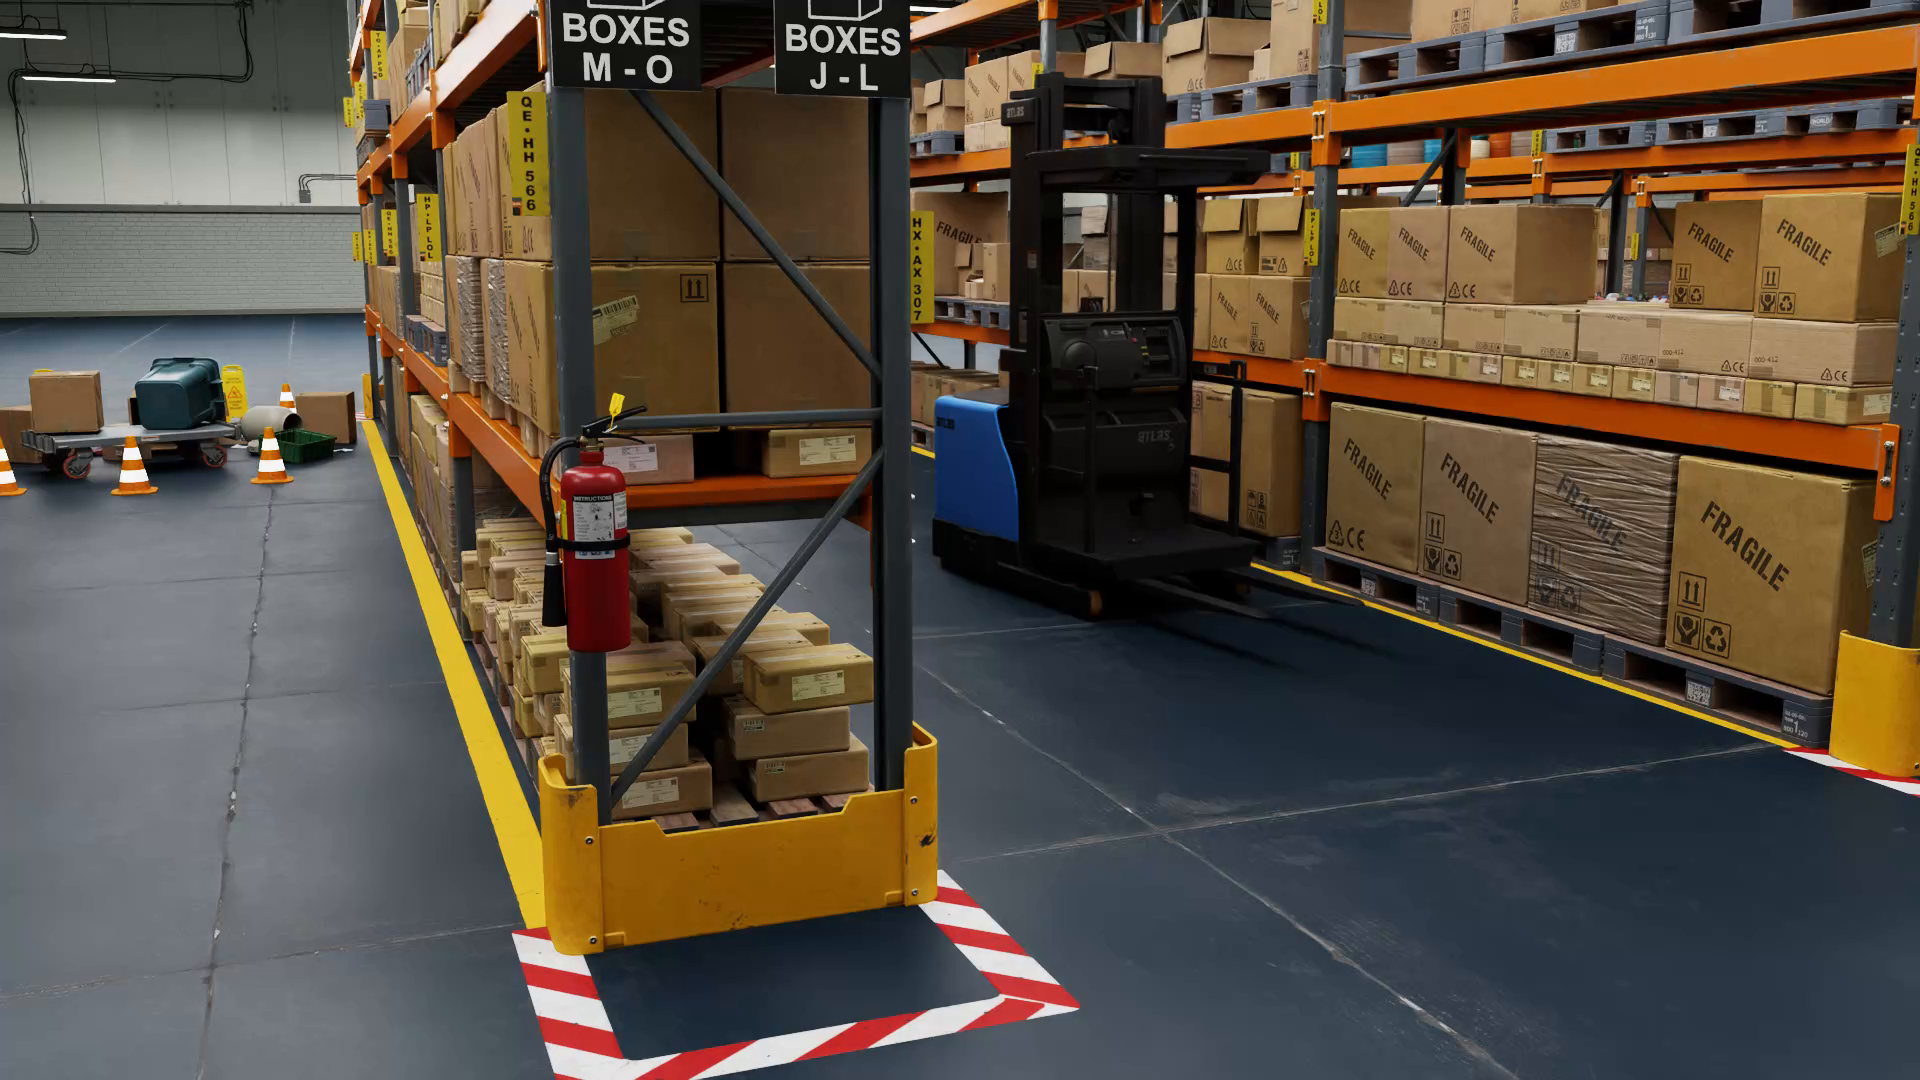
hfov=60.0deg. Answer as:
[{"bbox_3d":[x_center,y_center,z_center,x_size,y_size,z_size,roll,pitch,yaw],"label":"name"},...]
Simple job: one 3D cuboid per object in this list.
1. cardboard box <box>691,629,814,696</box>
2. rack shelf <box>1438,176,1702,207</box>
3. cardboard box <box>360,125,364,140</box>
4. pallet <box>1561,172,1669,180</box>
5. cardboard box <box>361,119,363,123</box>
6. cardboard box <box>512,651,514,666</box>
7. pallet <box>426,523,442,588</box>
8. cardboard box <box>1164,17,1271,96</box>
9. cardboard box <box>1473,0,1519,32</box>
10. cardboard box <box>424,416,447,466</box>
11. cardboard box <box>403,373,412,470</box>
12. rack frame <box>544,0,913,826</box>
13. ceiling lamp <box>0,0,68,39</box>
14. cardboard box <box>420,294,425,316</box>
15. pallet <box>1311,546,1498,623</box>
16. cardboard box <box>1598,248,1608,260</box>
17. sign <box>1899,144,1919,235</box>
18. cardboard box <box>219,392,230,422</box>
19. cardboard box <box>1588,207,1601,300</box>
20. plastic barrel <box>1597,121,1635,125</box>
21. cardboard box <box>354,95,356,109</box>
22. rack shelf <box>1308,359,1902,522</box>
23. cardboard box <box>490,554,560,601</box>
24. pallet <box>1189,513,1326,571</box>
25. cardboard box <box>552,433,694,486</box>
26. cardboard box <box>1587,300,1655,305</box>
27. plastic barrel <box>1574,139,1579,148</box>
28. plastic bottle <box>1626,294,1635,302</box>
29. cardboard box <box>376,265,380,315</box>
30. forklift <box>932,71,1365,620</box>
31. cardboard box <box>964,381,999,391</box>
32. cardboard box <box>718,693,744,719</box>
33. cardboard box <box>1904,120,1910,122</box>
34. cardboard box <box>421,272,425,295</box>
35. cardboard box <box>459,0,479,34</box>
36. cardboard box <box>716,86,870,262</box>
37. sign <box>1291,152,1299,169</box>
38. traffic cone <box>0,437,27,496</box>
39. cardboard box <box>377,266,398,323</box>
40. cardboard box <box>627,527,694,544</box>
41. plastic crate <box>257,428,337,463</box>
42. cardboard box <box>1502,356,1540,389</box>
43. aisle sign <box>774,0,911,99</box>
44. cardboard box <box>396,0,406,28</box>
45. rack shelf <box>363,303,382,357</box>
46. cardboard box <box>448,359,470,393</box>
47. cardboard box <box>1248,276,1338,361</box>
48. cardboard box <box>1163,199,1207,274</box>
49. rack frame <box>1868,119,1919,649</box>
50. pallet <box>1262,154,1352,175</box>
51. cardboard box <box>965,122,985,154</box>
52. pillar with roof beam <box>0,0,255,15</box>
[{"bbox_3d":[-0.715,0.420,5.734,0.380,0.149,0.250,-4,11,-20],"label":"cardboard box"},{"bbox_3d":[8.191,-4.673,22.616,1.077,0.370,4.000,-4,11,-21],"label":"rack shelf"},{"bbox_3d":[-5.962,-4.195,17.107,0.380,0.149,0.250,-4,11,-21],"label":"cardboard box"},{"bbox_3d":[8.582,-4.795,21.499,1.003,0.211,1.213,-4,11,-21],"label":"pallet"},{"bbox_3d":[-5.758,-4.332,16.735,0.500,0.250,0.500,-4,11,-21],"label":"cardboard box"},{"bbox_3d":[-1.552,0.432,6.519,0.380,0.149,0.250,-3,11,-18],"label":"cardboard box"},{"bbox_3d":[-2.809,0.054,10.511,1.003,0.211,1.213,-4,11,-21],"label":"pallet"},{"bbox_3d":[1.891,-3.345,11.604,0.797,0.503,0.637,-4,11,-22],"label":"cardboard box"},{"bbox_3d":[3.111,-2.860,8.600,0.700,0.500,0.500,-3,11,-18],"label":"cardboard box"},{"bbox_3d":[-2.963,-0.613,10.098,0.500,0.250,0.500,-4,11,-23],"label":"cardboard box"},{"bbox_3d":[-3.986,-0.992,13.654,1.050,0.750,0.750,-4,11,-20],"label":"cardboard box"},{"bbox_3d":[-0.630,-0.339,4.761,1.000,3.000,0.127,-4,11,-21],"label":"rack frame"},{"bbox_3d":[-17.960,-11.042,31.131,2.000,3.185,0.800,-4,11,-21],"label":"ceiling lamp"},{"bbox_3d":[-3.555,-1.642,11.605,0.380,0.149,0.250,-4,11,-22],"label":"cardboard box"},{"bbox_3d":[2.783,0.212,9.627,1.003,0.211,1.213,-4,11,-21],"label":"pallet"},{"bbox_3d":[8.432,-3.707,21.555,0.380,0.149,0.250,-4,11,-23],"label":"cardboard box"},{"bbox_3d":[3.519,-1.292,6.135,0.100,0.325,0.005,-4,11,-21],"label":"sign"},{"bbox_3d":[-8.009,-1.265,17.095,0.637,0.503,0.797,5,11,28],"label":"cardboard box"},{"bbox_3d":[3.174,-1.592,9.242,0.500,0.500,0.500,-4,11,-20],"label":"cardboard box"},{"bbox_3d":[5.950,-4.060,14.687,0.600,0.830,0.708,-4,11,-21],"label":"plastic barrel"},{"bbox_3d":[-6.421,-4.795,18.203,0.380,0.149,0.250,-4,11,-22],"label":"cardboard box"},{"bbox_3d":[3.305,-0.610,8.336,1.077,0.370,4.000,-4,11,-21],"label":"rack shelf"},{"bbox_3d":[-1.834,0.156,7.220,0.380,0.149,0.250,-4,11,-20],"label":"cardboard box"},{"bbox_3d":[2.230,-0.039,11.034,1.003,0.211,1.213,-4,11,-21],"label":"pallet"},{"bbox_3d":[-1.011,-0.251,4.982,0.380,0.149,0.250,-4,11,-21],"label":"cardboard box"},{"bbox_3d":[3.360,-1.140,8.842,0.500,0.250,0.500,-4,11,-20],"label":"cardboard box"},{"bbox_3d":[5.610,-3.695,15.505,0.294,0.245,0.294,0,10,0],"label":"plastic barrel"},{"bbox_3d":[5.843,-2.011,14.526,0.097,0.271,0.097,0,10,0],"label":"plastic bottle"},{"bbox_3d":[-5.343,-2.519,16.591,0.875,0.550,0.550,-4,11,-21],"label":"cardboard box"},{"bbox_3d":[0.995,-1.105,9.262,1.130,2.935,3.031,-6,12,-29],"label":"forklift"},{"bbox_3d":[0.445,-1.219,15.589,0.700,0.500,0.500,-3,11,-16],"label":"cardboard box"},{"bbox_3d":[-0.627,0.561,5.792,0.380,0.149,0.250,-4,11,-21],"label":"cardboard box"},{"bbox_3d":[13.097,-5.632,22.754,0.500,0.500,0.500,-5,11,-26],"label":"cardboard box"},{"bbox_3d":[-3.541,-1.783,11.546,0.380,0.149,0.250,-3,11,-18],"label":"cardboard box"},{"bbox_3d":[-1.611,-2.050,6.241,0.500,0.250,0.500,-3,11,-18],"label":"cardboard box"},{"bbox_3d":[-0.545,-1.117,5.146,0.500,0.500,0.500,-4,11,-21],"label":"cardboard box"},{"bbox_3d":[3.781,-4.358,18.767,0.100,0.325,0.005,-4,11,-21],"label":"sign"},{"bbox_3d":[-7.801,-0.605,13.498,0.336,0.463,0.334,-4,11,-21],"label":"traffic cone"},{"bbox_3d":[-5.039,-2.244,15.185,0.500,0.500,0.500,-4,11,-20],"label":"cardboard box"},{"bbox_3d":[-1.481,0.033,7.913,0.380,0.149,0.250,-4,11,-21],"label":"cardboard box"},{"bbox_3d":[-6.262,-0.887,15.706,0.450,0.188,0.662,11,12,7],"label":"plastic crate"},{"bbox_3d":[2.944,-0.843,8.311,0.380,0.149,0.250,-4,11,-23],"label":"cardboard box"},{"bbox_3d":[-0.324,-1.626,4.574,0.394,0.787,0.004,-4,11,-21],"label":"aisle sign"},{"bbox_3d":[-3.452,-3.380,10.821,0.396,0.266,0.258,-4,11,-21],"label":"cardboard box"},{"bbox_3d":[-5.703,-2.270,17.671,1.077,0.370,4.000,-4,11,-21],"label":"rack shelf"},{"bbox_3d":[-2.282,-0.801,8.077,0.380,0.149,0.250,-3,11,-19],"label":"cardboard box"},{"bbox_3d":[2.156,-1.398,10.432,0.500,0.500,0.500,-4,11,-21],"label":"cardboard box"},{"bbox_3d":[1.863,-2.150,11.794,0.797,0.503,0.637,-4,11,-19],"label":"cardboard box"},{"bbox_3d":[4.030,-0.637,6.438,1.000,3.000,0.127,-4,11,-21],"label":"rack frame"},{"bbox_3d":[3.945,-4.406,19.598,1.213,0.211,1.003,-4,11,-21],"label":"pallet"},{"bbox_3d":[0.358,-3.570,14.791,0.500,0.250,0.500,-4,11,-19],"label":"cardboard box"},{"bbox_3d":[-23.076,-10.257,43.389,9.100,9.000,0.548,-4,11,-21],"label":"pillar with roof beam"}]
